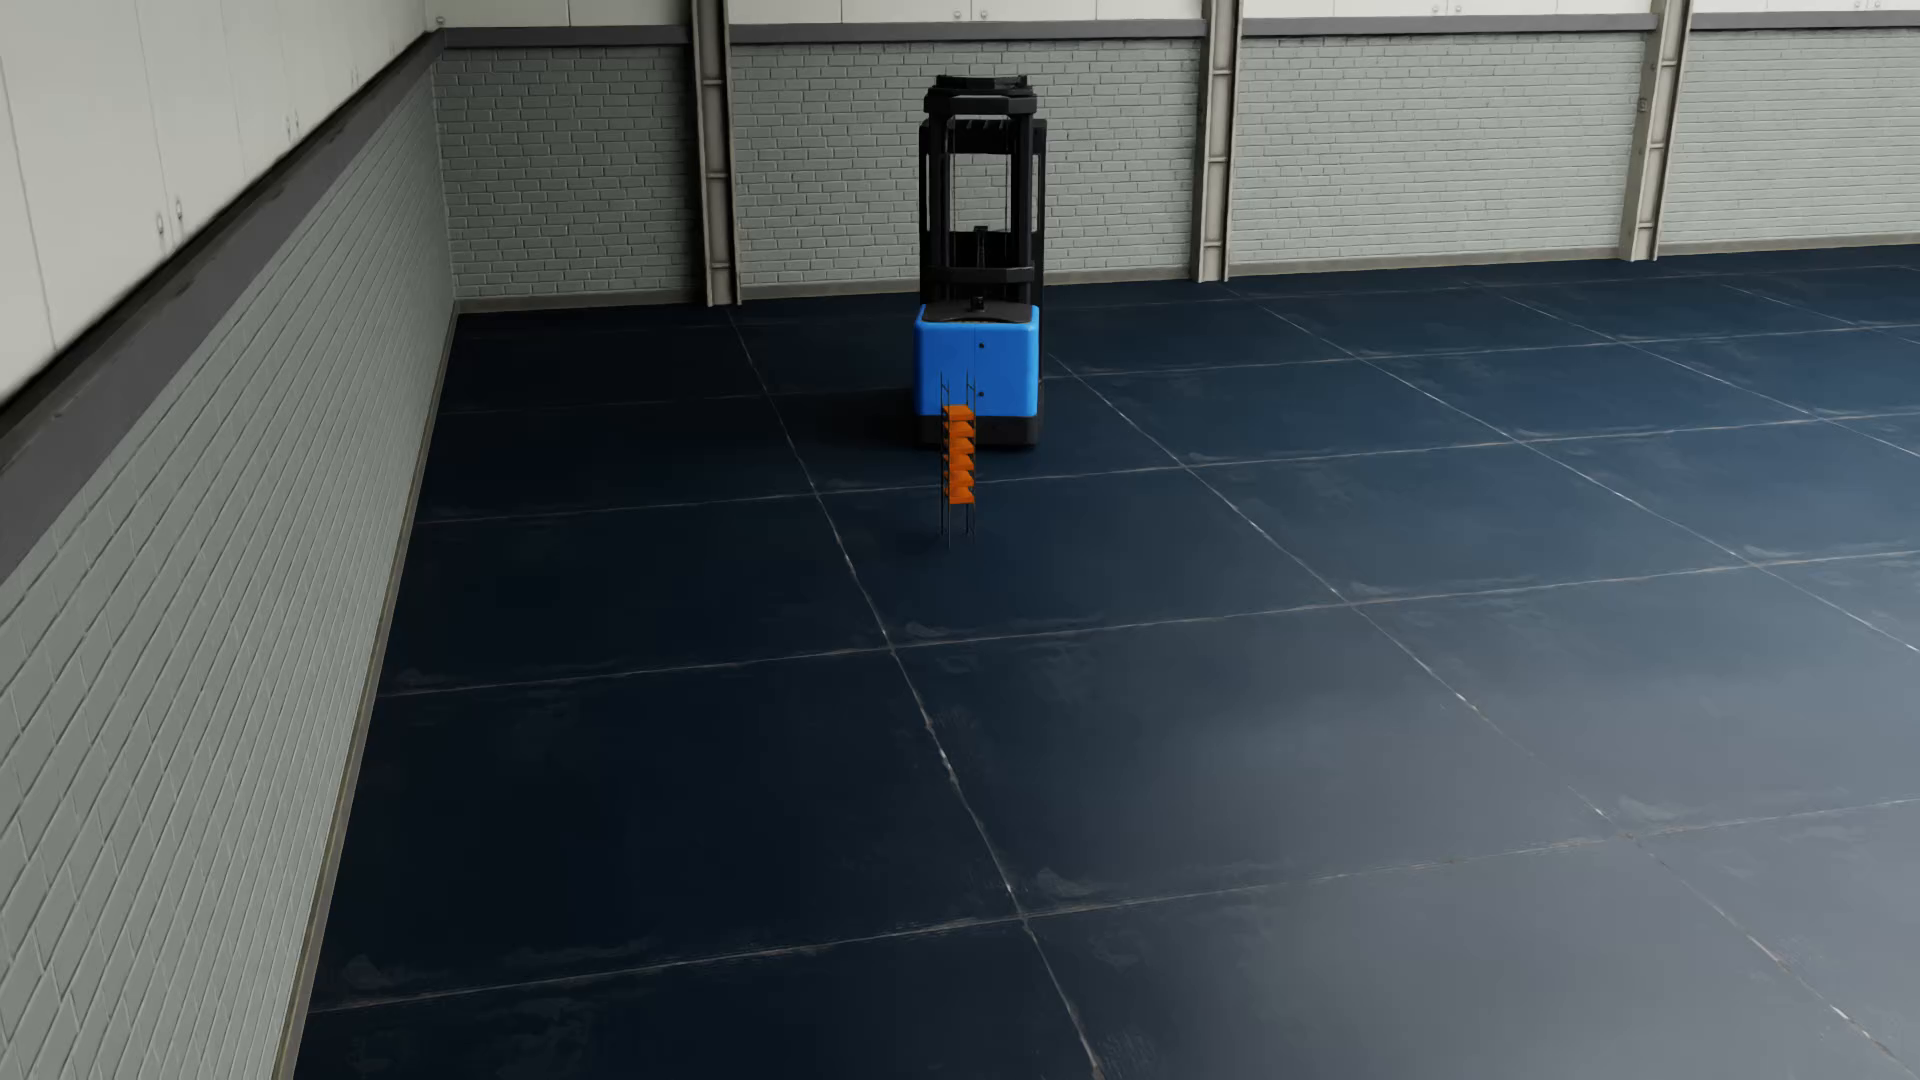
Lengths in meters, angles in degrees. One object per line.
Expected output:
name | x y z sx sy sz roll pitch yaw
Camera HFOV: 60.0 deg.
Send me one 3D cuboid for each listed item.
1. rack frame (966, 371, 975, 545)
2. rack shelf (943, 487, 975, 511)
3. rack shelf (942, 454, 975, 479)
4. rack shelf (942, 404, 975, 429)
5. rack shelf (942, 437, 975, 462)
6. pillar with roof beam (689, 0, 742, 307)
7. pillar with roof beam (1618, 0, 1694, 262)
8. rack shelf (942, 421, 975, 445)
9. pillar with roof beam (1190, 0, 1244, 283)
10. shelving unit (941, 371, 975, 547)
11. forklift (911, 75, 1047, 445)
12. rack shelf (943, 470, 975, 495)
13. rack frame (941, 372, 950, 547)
rack frame | 0.075 -0.569 11.625 0.006 1.200 0.240 -5 21 -12
rack shelf | -0.014 -0.295 11.703 0.180 0.103 0.258 -5 21 -12
rack shelf | -0.014 -0.521 11.620 0.180 0.103 0.258 -5 21 -12
rack shelf | -0.014 -0.859 11.497 0.180 0.103 0.258 -5 21 -12
rack shelf | -0.014 -0.633 11.579 0.180 0.103 0.258 -5 21 -12
pillar with roof beam | -1.764 -5.541 13.859 0.400 9.000 9.100 -5 21 -12
pillar with roof beam | 9.914 -6.491 16.452 0.400 9.000 9.100 -5 21 -12
rack shelf | -0.014 -0.746 11.538 0.180 0.103 0.258 -5 21 -12
pillar with roof beam | 4.075 -6.016 15.155 0.400 9.000 9.100 -5 21 -12
shelving unit | -0.014 -0.562 11.605 0.189 1.200 0.258 -5 21 -12
forklift | 0.205 -2.623 14.714 1.130 2.935 3.031 1 20 3
rack shelf | -0.014 -0.408 11.662 0.180 0.103 0.258 -5 21 -12
rack frame | -0.103 -0.555 11.585 0.006 1.200 0.240 -5 21 -12
